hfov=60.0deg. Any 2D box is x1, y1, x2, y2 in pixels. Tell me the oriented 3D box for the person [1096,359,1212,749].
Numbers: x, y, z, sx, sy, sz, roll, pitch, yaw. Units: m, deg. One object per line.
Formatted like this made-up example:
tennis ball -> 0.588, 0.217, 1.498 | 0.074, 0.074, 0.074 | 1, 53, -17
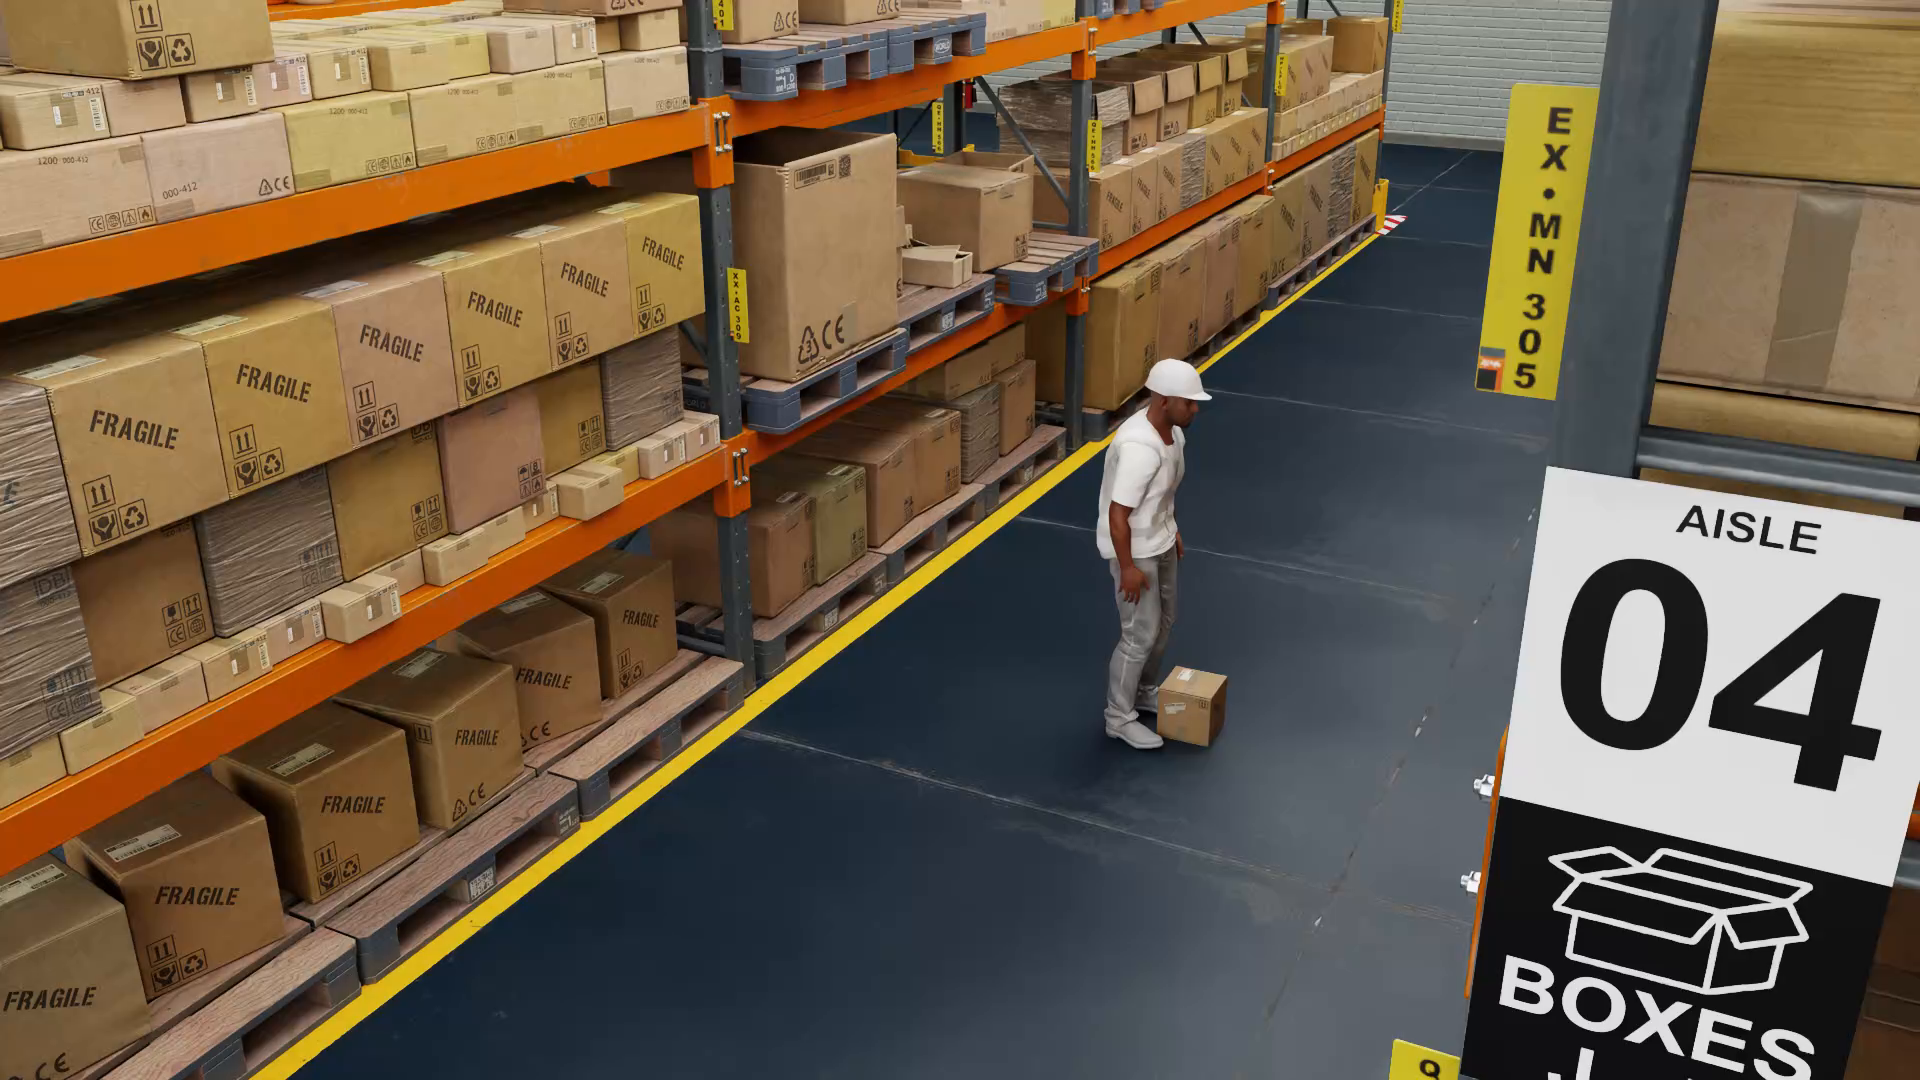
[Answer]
person -> 0.856, 0.038, 7.480 | 0.459, 1.760, 0.625 | 11, 25, 24
